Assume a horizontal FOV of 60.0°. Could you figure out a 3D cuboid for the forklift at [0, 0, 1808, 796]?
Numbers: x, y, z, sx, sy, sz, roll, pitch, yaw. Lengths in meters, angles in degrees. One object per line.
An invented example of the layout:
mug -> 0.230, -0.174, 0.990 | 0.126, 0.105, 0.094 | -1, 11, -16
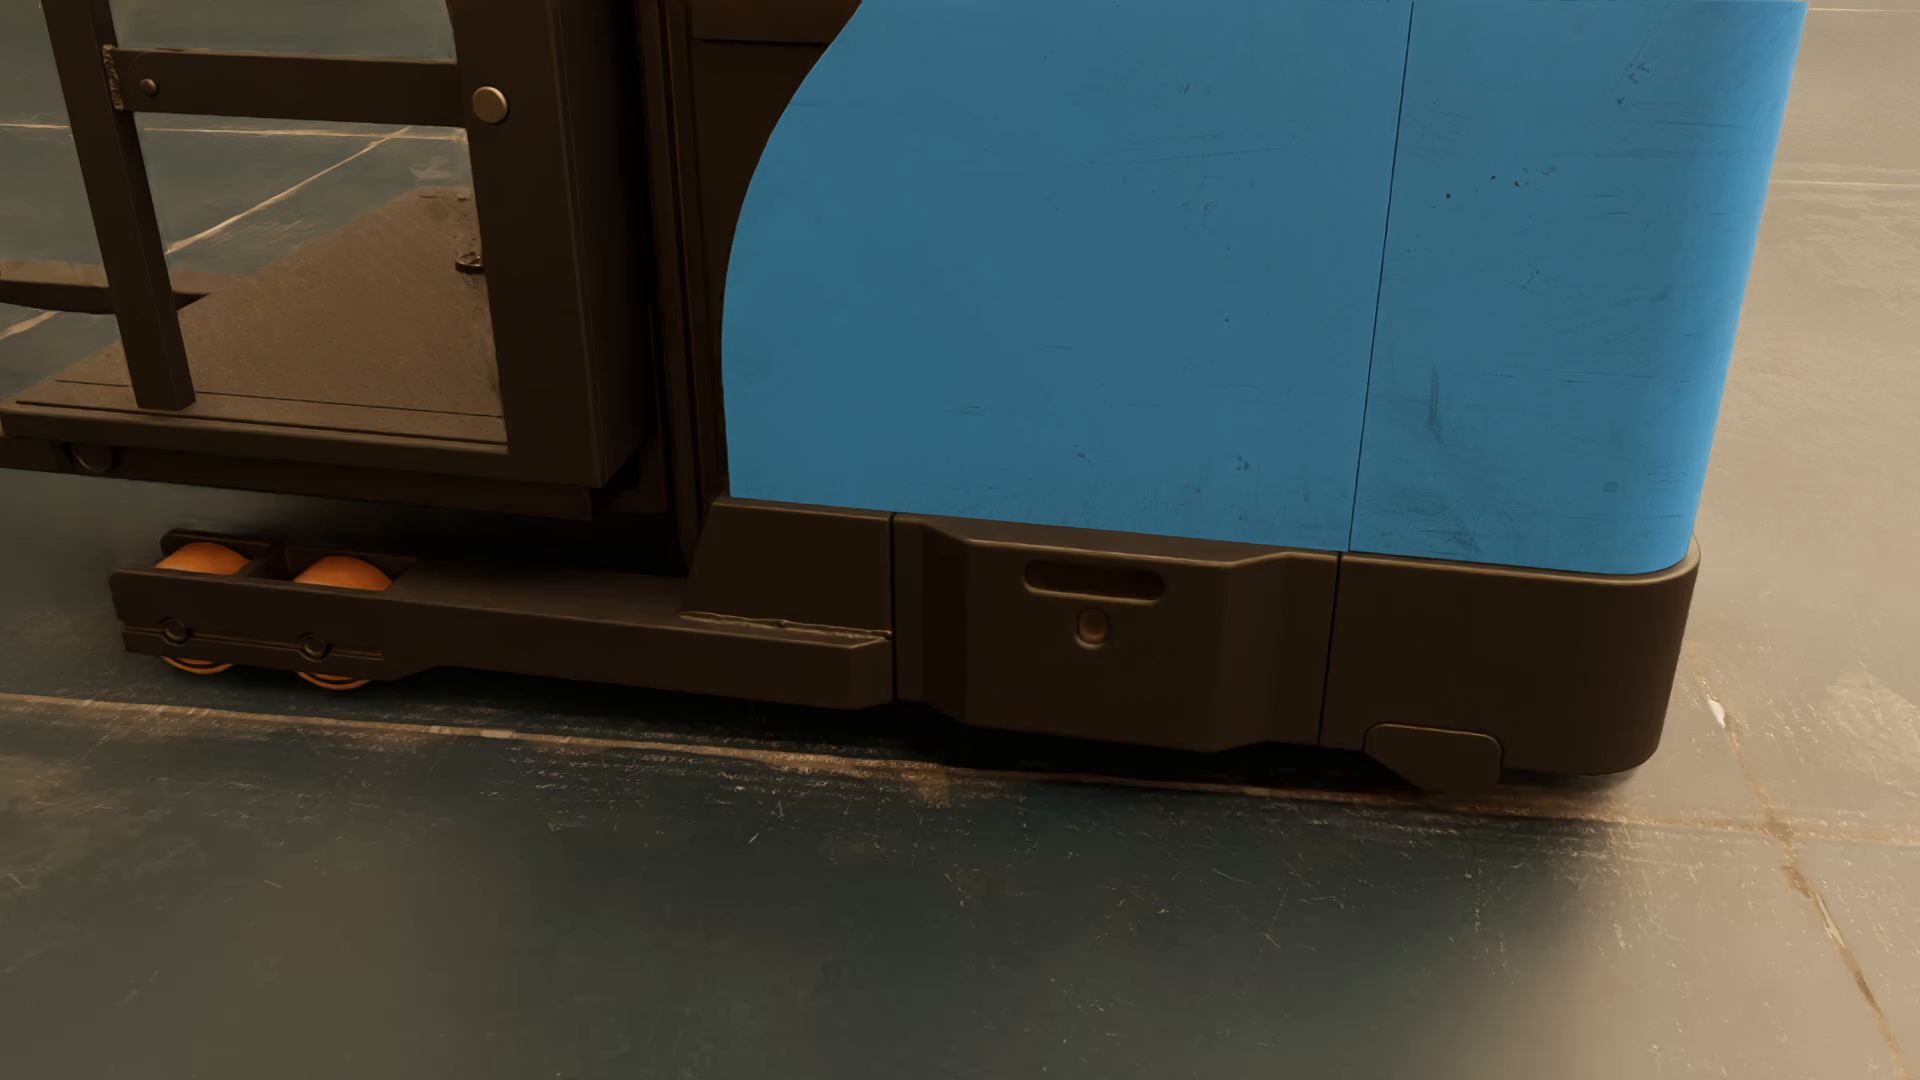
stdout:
forklift -> -0.604, -1.345, 1.913 | 3.031, 2.935, 1.130 | 5, 27, 10
